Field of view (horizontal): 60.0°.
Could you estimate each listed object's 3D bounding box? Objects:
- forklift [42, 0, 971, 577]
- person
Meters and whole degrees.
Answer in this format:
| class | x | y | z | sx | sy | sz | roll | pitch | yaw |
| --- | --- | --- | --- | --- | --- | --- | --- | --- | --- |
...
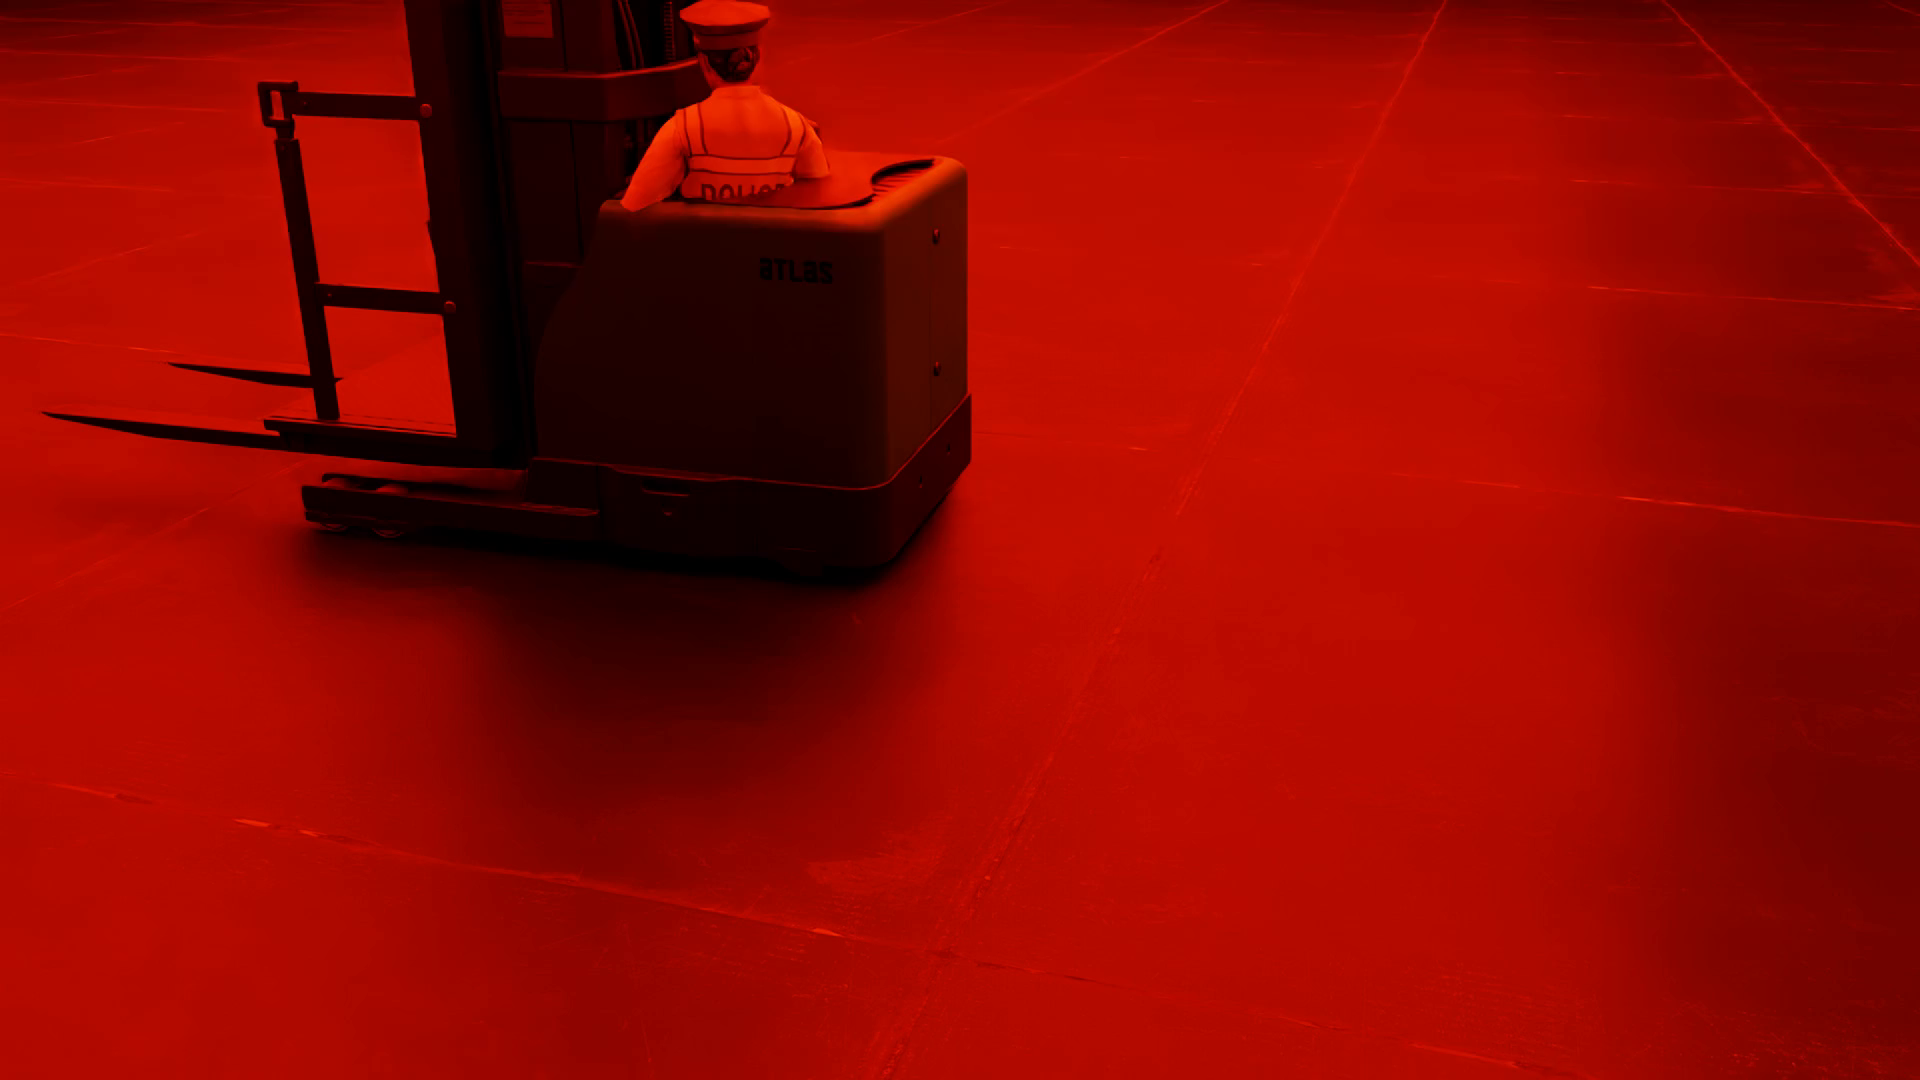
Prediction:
| class | x | y | z | sx | sy | sz | roll | pitch | yaw |
| --- | --- | --- | --- | --- | --- | --- | --- | --- | --- |
| forklift | -1.538 | -1.547 | 5.027 | 3.031 | 2.935 | 1.130 | 6 | 23 | 14 |
| person | -0.691 | -0.743 | 4.903 | 0.714 | 1.629 | 0.531 | -9 | 24 | -20 |
